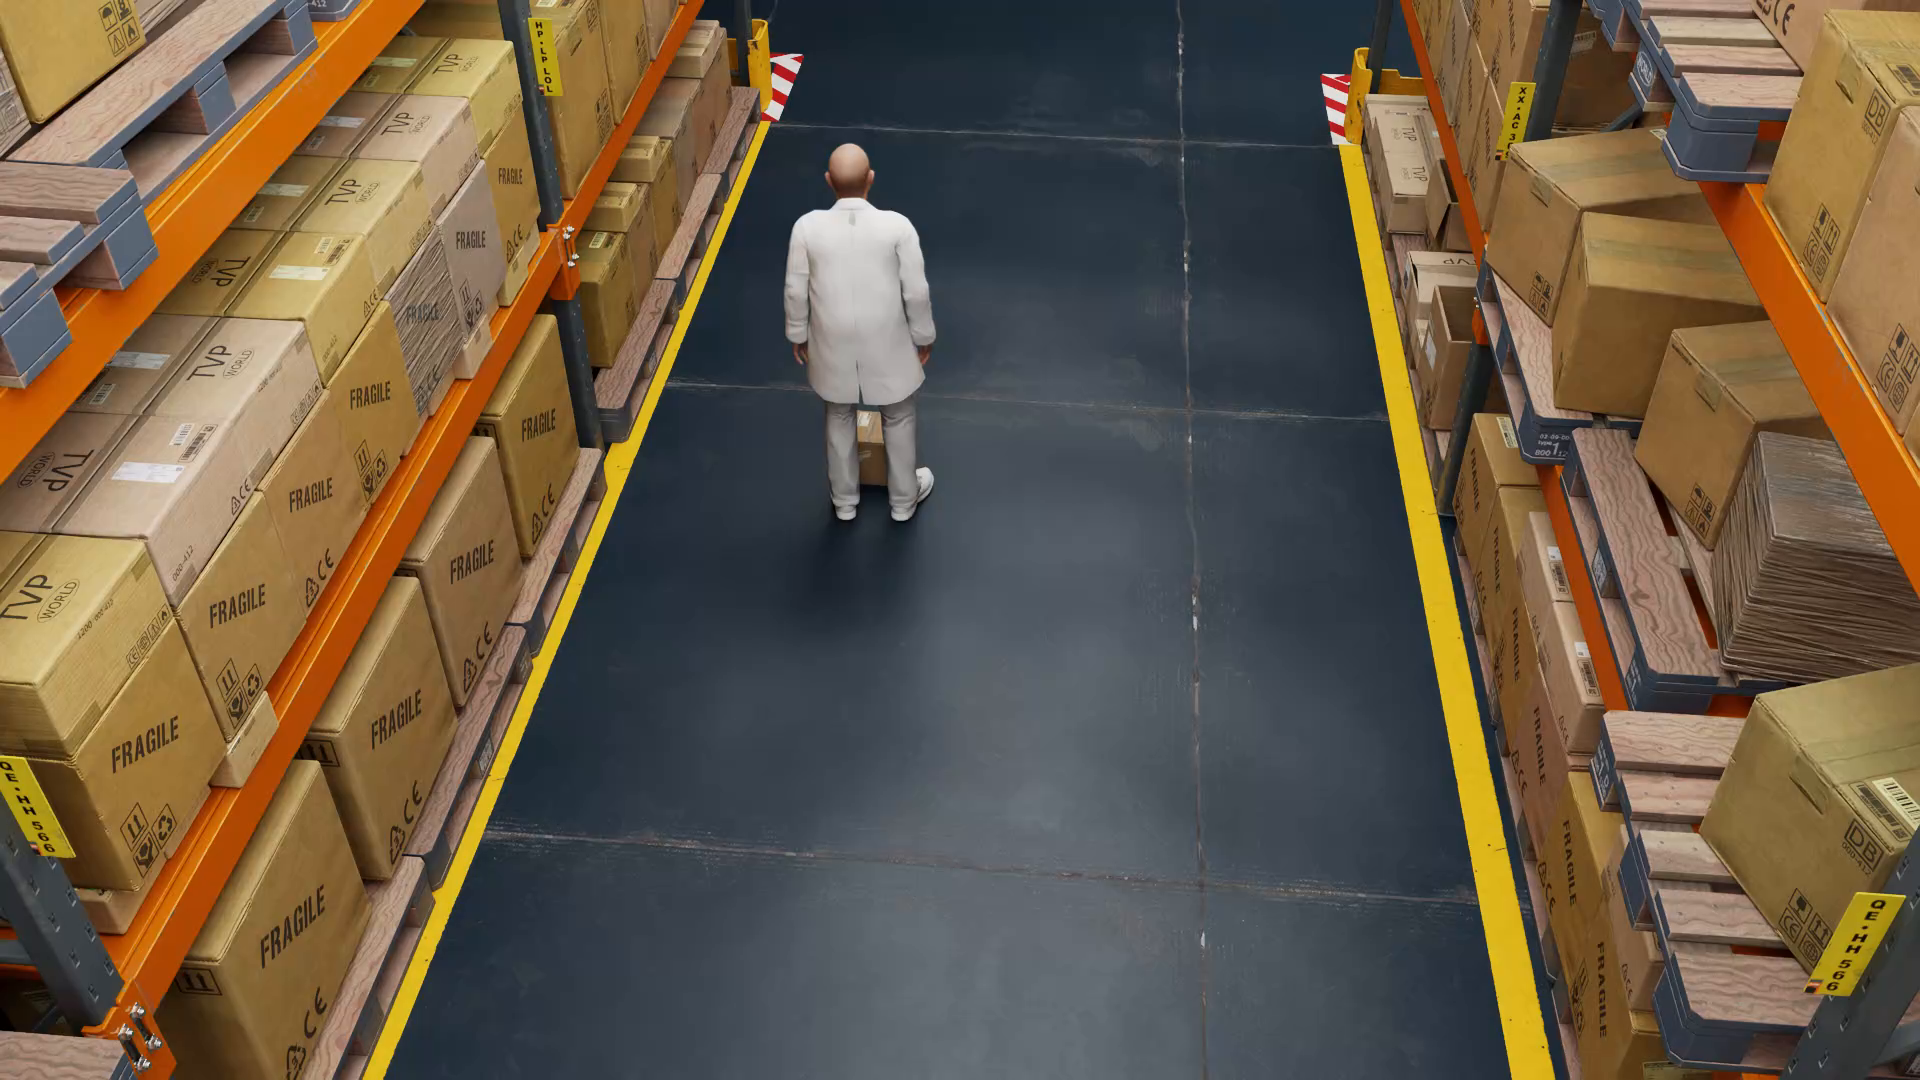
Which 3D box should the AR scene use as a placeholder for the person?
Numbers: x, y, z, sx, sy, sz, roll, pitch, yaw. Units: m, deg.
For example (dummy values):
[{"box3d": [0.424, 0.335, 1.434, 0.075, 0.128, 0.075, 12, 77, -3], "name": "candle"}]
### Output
[{"box3d": [-0.430, -0.866, 7.217, 0.655, 1.774, 0.416, 2, 40, 3], "name": "person"}]
